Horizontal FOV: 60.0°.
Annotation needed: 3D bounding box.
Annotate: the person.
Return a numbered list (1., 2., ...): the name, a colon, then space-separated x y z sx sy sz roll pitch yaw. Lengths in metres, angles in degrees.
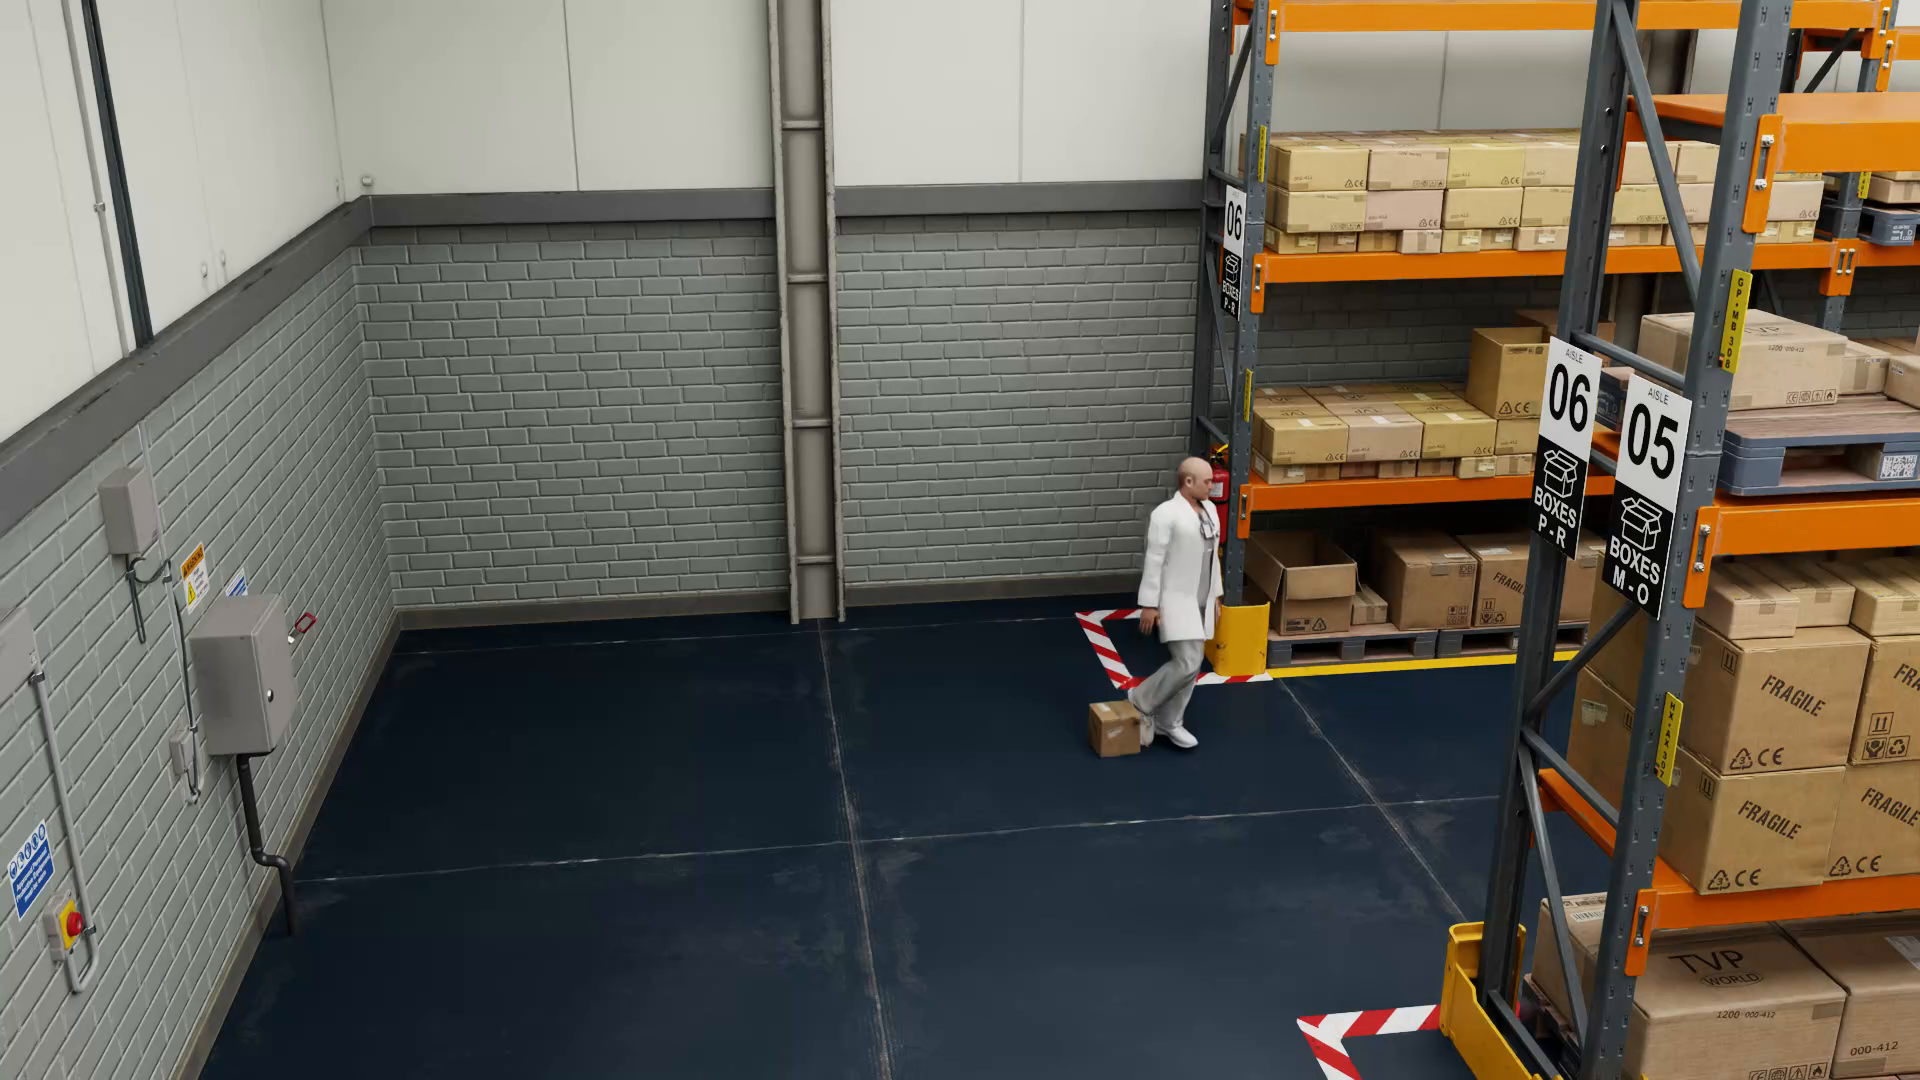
1. person: 1.350 0.385 9.983 0.639 1.773 0.513 -17 26 -40
